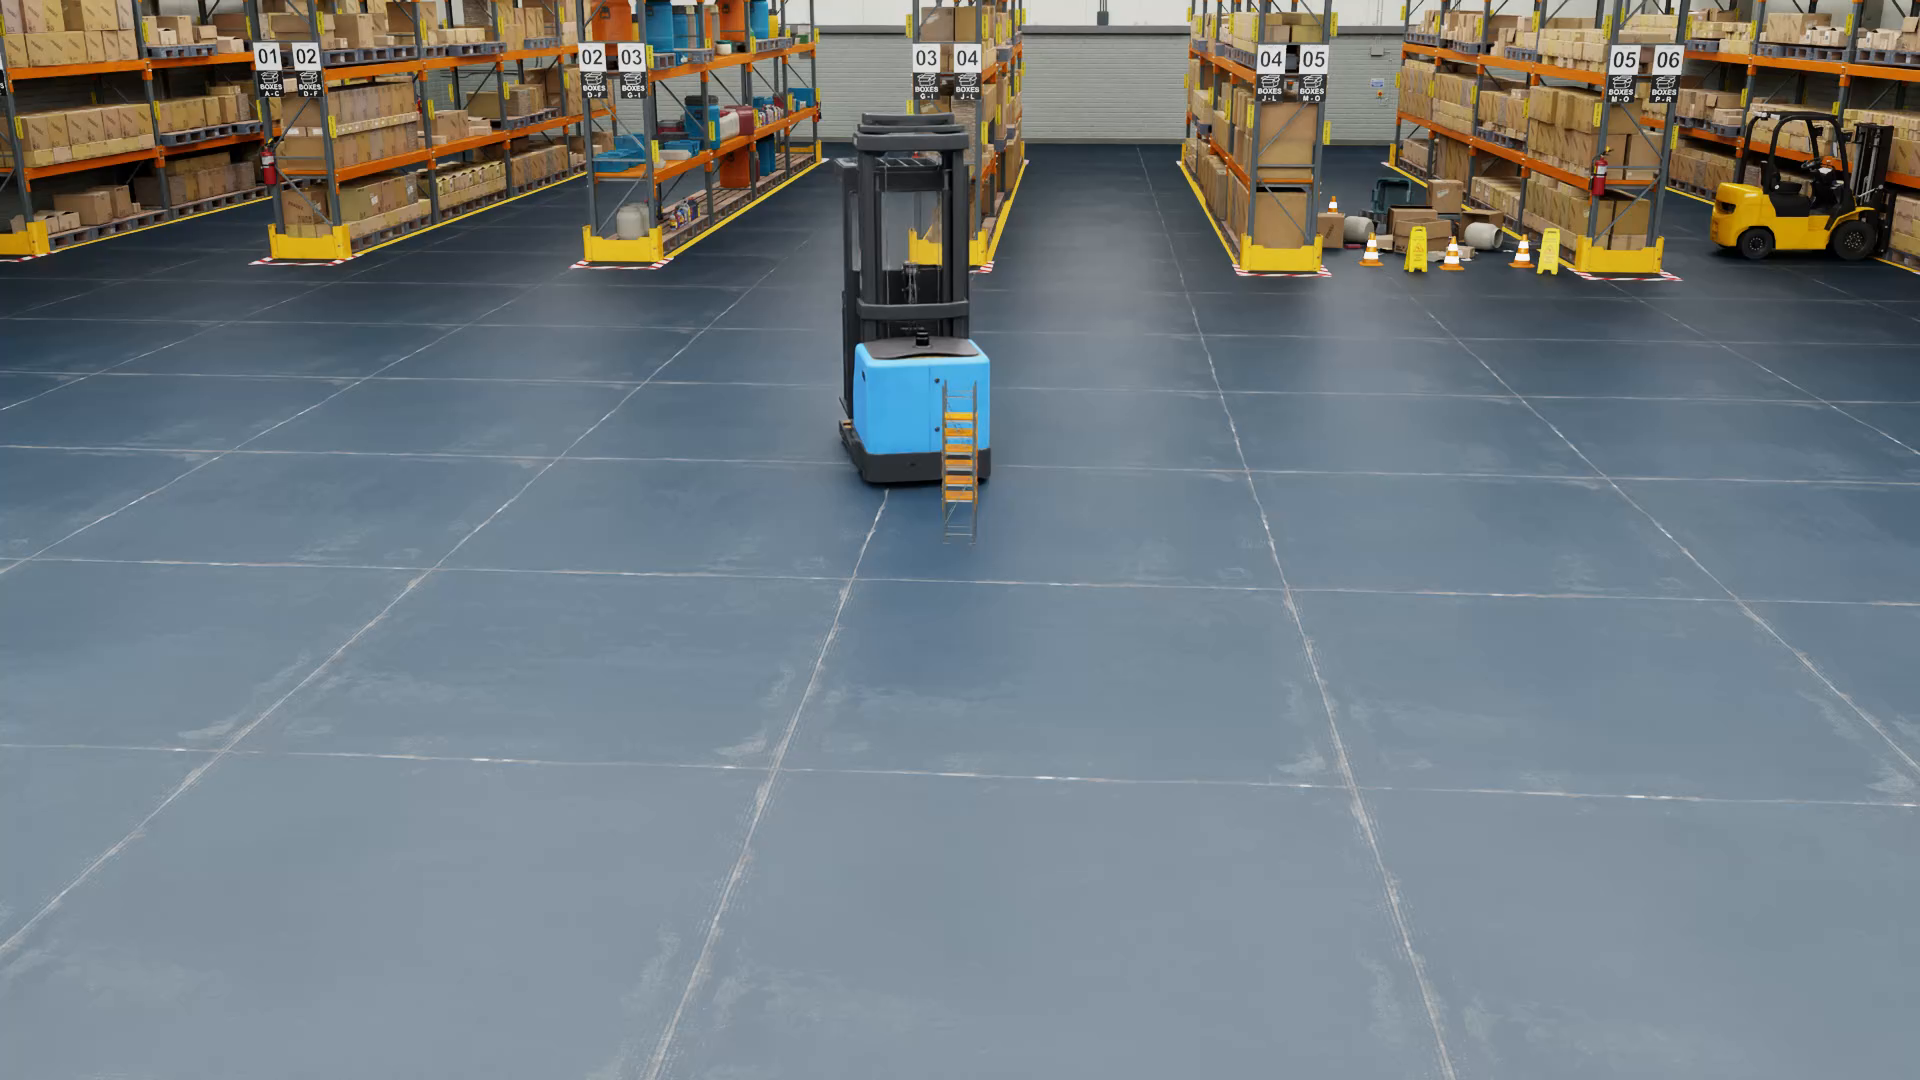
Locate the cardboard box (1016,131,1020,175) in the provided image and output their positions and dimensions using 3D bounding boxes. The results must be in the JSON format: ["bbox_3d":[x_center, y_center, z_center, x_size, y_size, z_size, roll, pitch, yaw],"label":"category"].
[{"bbox_3d":[0.651,-8.322,35.741,1.225,0.875,0.875,1,18,4],"label":"cardboard box"}]

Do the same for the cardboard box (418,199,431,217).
[{"bbox_3d":[-9.593,-5.813,29.088,0.500,0.250,0.500,1,18,4],"label":"cardboard box"}]

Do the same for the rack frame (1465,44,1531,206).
[{"bbox_3d":[10.274,-7.868,31.617,1.000,3.000,0.127,1,18,4],"label":"rack frame"}]

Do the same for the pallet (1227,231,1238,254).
[{"bbox_3d":[4.826,-4.765,26.627,1.003,0.211,1.213,1,18,4],"label":"pallet"}]

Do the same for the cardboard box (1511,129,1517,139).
[{"bbox_3d":[9.768,-7.034,28.802,0.380,0.149,0.250,1,18,3],"label":"cardboard box"}]

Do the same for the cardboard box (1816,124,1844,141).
[{"bbox_3d":[14.719,-6.840,27.920,0.500,0.250,0.500,1,18,3],"label":"cardboard box"}]

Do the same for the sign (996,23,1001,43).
[{"bbox_3d":[0.645,-8.508,27.924,0.100,0.325,0.005,1,18,4],"label":"sign"}]

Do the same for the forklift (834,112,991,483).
[{"bbox_3d":[-0.504,-2.281,14.678,1.130,2.935,3.031,-3,18,-10],"label":"forklift"}]

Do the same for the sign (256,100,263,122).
[{"bbox_3d":[-10.605,-6.506,25.221,0.100,0.325,0.005,1,18,4],"label":"sign"}]

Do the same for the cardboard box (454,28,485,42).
[{"bbox_3d":[-9.467,-9.723,32.028,0.500,0.250,0.500,0,18,0],"label":"cardboard box"}]

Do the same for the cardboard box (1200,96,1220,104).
[{"bbox_3d":[4.962,-8.715,32.975,0.380,0.149,0.250,2,18,6],"label":"cardboard box"}]

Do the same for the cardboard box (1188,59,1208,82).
[{"bbox_3d":[5.606,-10.962,38.816,0.500,0.500,0.500,1,18,4],"label":"cardboard box"}]

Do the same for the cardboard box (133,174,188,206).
[{"bbox_3d":[-14.683,-6.429,30.533,0.700,0.500,0.500,2,18,6],"label":"cardboard box"}]

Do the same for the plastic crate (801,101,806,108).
[{"bbox_3d":[-3.855,-10.330,39.459,0.396,0.136,0.243,1,18,4],"label":"plastic crate"}]

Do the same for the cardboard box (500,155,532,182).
[{"bbox_3d":[-9.141,-7.630,34.200,0.500,0.500,0.500,1,18,2],"label":"cardboard box"}]

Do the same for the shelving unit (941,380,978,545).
[{"bbox_3d":[-0.001,-0.566,12.222,0.258,1.200,0.189,1,18,4],"label":"shelving unit"}]

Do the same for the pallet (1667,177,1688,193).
[{"bbox_3d":[15.492,-7.422,34.735,1.003,0.211,1.213,1,18,4],"label":"pallet"}]

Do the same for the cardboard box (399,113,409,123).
[{"bbox_3d":[-9.619,-7.177,28.308,0.380,0.149,0.250,1,18,2],"label":"cardboard box"}]

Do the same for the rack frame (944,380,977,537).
[{"bbox_3d":[0.006,-0.594,12.309,0.240,1.200,0.006,1,18,4],"label":"rack frame"}]

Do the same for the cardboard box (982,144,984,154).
[{"bbox_3d":[-0.074,-6.431,26.593,0.875,0.500,0.500,1,18,4],"label":"cardboard box"}]

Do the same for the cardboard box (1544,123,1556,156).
[{"bbox_3d":[9.616,-6.372,26.414,0.500,0.500,0.500,1,18,3],"label":"cardboard box"}]

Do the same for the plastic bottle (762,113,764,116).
[{"bbox_3d":[-4.079,-8.660,34.241,0.097,0.271,0.097,0,18,0],"label":"plastic bottle"}]

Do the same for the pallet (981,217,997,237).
[{"bbox_3d":[0.090,-5.312,28.296,1.003,0.211,1.213,1,18,4],"label":"pallet"}]

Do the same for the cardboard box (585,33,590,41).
[{"bbox_3d":[-8.813,-11.519,38.184,0.500,0.250,0.500,1,18,4],"label":"cardboard box"}]

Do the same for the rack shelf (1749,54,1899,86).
[{"bbox_3d":[15.082,-8.221,29.032,1.077,0.370,4.000,1,18,4],"label":"rack shelf"}]

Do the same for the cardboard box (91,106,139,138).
[{"bbox_3d":[-14.474,-7.164,28.474,0.500,0.500,0.500,1,18,4],"label":"cardboard box"}]

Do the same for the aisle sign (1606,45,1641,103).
[{"bbox_3d":[9.407,-6.606,23.591,0.394,0.787,0.004,1,18,4],"label":"aisle sign"}]

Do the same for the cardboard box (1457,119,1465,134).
[{"bbox_3d":[10.072,-8.118,32.623,0.500,0.250,0.500,2,18,5],"label":"cardboard box"}]

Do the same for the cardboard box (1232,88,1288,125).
[{"bbox_3d":[4.982,-7.175,27.528,0.875,0.550,0.550,1,18,4],"label":"cardboard box"}]

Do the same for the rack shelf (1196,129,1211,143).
[{"bbox_3d":[5.473,-8.226,33.866,1.077,0.370,4.000,1,18,4],"label":"rack shelf"}]

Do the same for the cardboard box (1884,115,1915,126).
[{"bbox_3d":[14.607,-6.519,25.820,0.380,0.149,0.250,1,18,4],"label":"cardboard box"}]

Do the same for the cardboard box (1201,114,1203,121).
[{"bbox_3d":[4.926,-8.268,32.567,0.380,0.149,0.250,1,18,4],"label":"cardboard box"}]

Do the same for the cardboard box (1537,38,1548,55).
[{"bbox_3d":[9.683,-7.991,26.937,0.500,0.250,0.500,1,18,3],"label":"cardboard box"}]

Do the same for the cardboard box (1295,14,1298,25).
[{"bbox_3d":[5.135,-7.648,24.417,0.380,0.149,0.250,1,18,3],"label":"cardboard box"}]

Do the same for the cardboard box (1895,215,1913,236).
[{"bbox_3d":[14.422,-4.718,24.942,0.500,0.250,0.500,1,18,3],"label":"cardboard box"}]

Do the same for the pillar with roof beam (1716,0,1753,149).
[{"bbox_3d":[12.167,-12.144,35.032,9.100,9.000,0.400,1,18,4],"label":"pillar with roof beam"}]

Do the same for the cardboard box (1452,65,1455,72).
[{"bbox_3d":[10.393,-10.123,35.693,0.380,0.149,0.250,2,18,5],"label":"cardboard box"}]

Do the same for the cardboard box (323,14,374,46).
[{"bbox_3d":[-10.021,-8.301,27.057,0.797,0.503,0.637,3,18,10],"label":"cardboard box"}]

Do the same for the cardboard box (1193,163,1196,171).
[{"bbox_3d":[5.305,-8.163,36.423,0.380,0.149,0.250,2,18,5],"label":"cardboard box"}]

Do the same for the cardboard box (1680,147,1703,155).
[{"bbox_3d":[15.278,-8.127,34.707,0.380,0.149,0.250,1,18,2],"label":"cardboard box"}]

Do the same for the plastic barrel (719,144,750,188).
[{"bbox_3d":[-4.532,-7.520,33.367,0.600,0.830,0.708,1,18,4],"label":"plastic barrel"}]

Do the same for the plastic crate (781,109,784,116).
[{"bbox_3d":[-4.088,-9.487,36.884,0.396,0.136,0.243,1,18,4],"label":"plastic crate"}]

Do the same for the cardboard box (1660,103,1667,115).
[{"bbox_3d":[15.305,-9.234,35.550,0.500,0.250,0.500,2,18,5],"label":"cardboard box"}]

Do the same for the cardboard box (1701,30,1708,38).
[{"bbox_3d":[14.996,-10.074,33.101,0.380,0.149,0.250,2,18,5],"label":"cardboard box"}]

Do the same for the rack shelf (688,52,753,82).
[{"bbox_3d":[-4.694,-8.662,30.379,1.077,0.370,4.000,1,18,4],"label":"rack shelf"}]

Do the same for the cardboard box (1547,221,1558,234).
[{"bbox_3d":[9.567,-4.857,26.169,0.500,0.250,0.500,1,18,2],"label":"cardboard box"}]

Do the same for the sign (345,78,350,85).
[{"bbox_3d":[-13.603,-10.167,36.900,0.100,0.325,0.005,1,18,4],"label":"sign"}]

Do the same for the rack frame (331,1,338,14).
[{"bbox_3d":[-14.145,-12.514,36.162,1.000,3.000,0.127,1,18,4],"label":"rack frame"}]

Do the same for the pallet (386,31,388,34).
[{"bbox_3d":[-13.986,-11.678,38.571,1.003,0.211,1.213,1,18,4],"label":"pallet"}]

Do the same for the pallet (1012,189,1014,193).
[{"bbox_3d":[0.612,-7.385,34.622,1.003,0.211,1.213,1,18,4],"label":"pallet"}]

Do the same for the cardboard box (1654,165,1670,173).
[{"bbox_3d":[15.259,-8.025,36.001,0.380,0.149,0.250,1,18,2],"label":"cardboard box"}]

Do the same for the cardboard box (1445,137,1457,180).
[{"bbox_3d":[10.539,-7.825,34.224,0.875,0.875,0.875,2,18,6],"label":"cardboard box"}]
